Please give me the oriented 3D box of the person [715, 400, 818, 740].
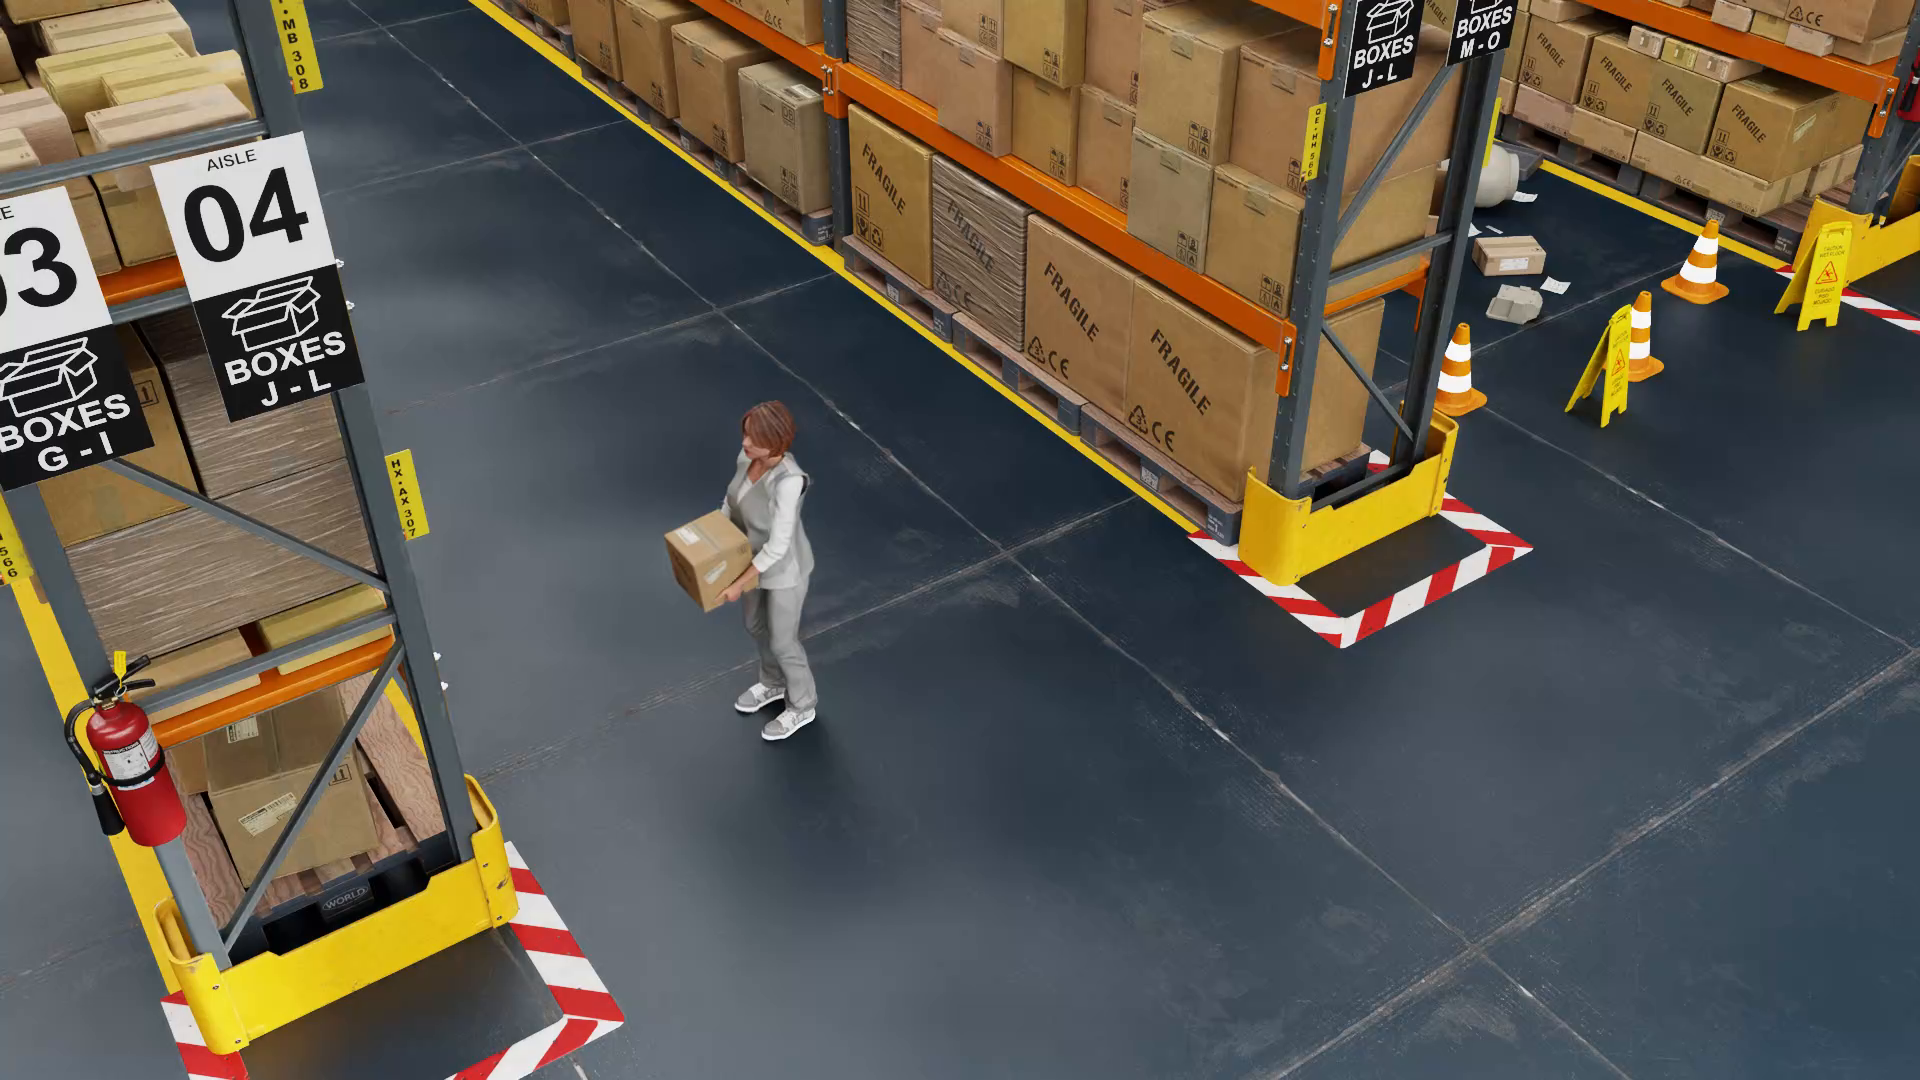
[{"bbox_3d":[-0.842,0.149,6.806,0.489,1.596,0.425,-23,43,-28],"label":"person"}]
